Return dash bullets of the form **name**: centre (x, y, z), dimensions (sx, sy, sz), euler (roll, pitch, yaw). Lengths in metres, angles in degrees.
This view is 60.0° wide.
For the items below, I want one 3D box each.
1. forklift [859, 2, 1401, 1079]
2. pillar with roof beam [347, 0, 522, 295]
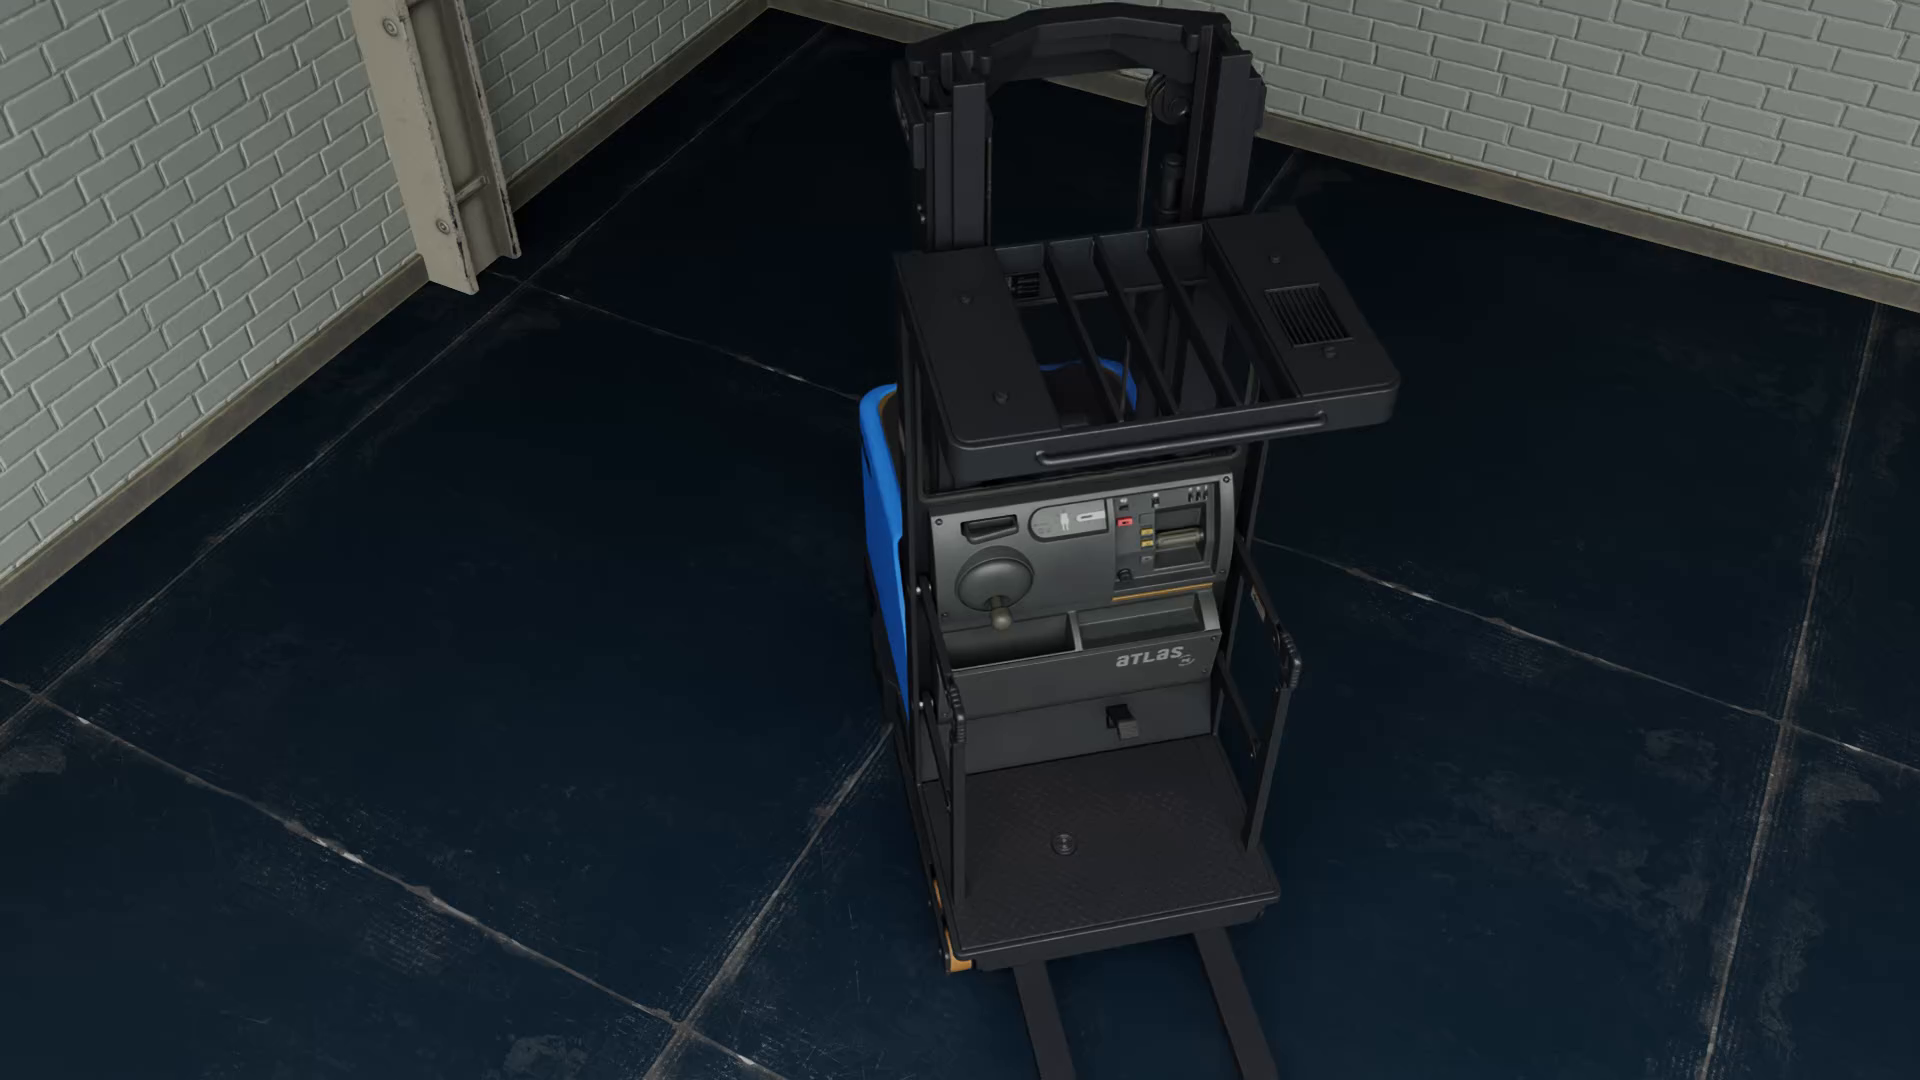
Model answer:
- **forklift**: centre (0.420, 0.121, 4.849), dimensions (1.130, 2.935, 3.031), euler (-8, 46, -8)
- **pillar with roof beam**: centre (1.357, -3.128, 3.794), dimensions (9.100, 9.000, 0.400), euler (20, 49, 19)
